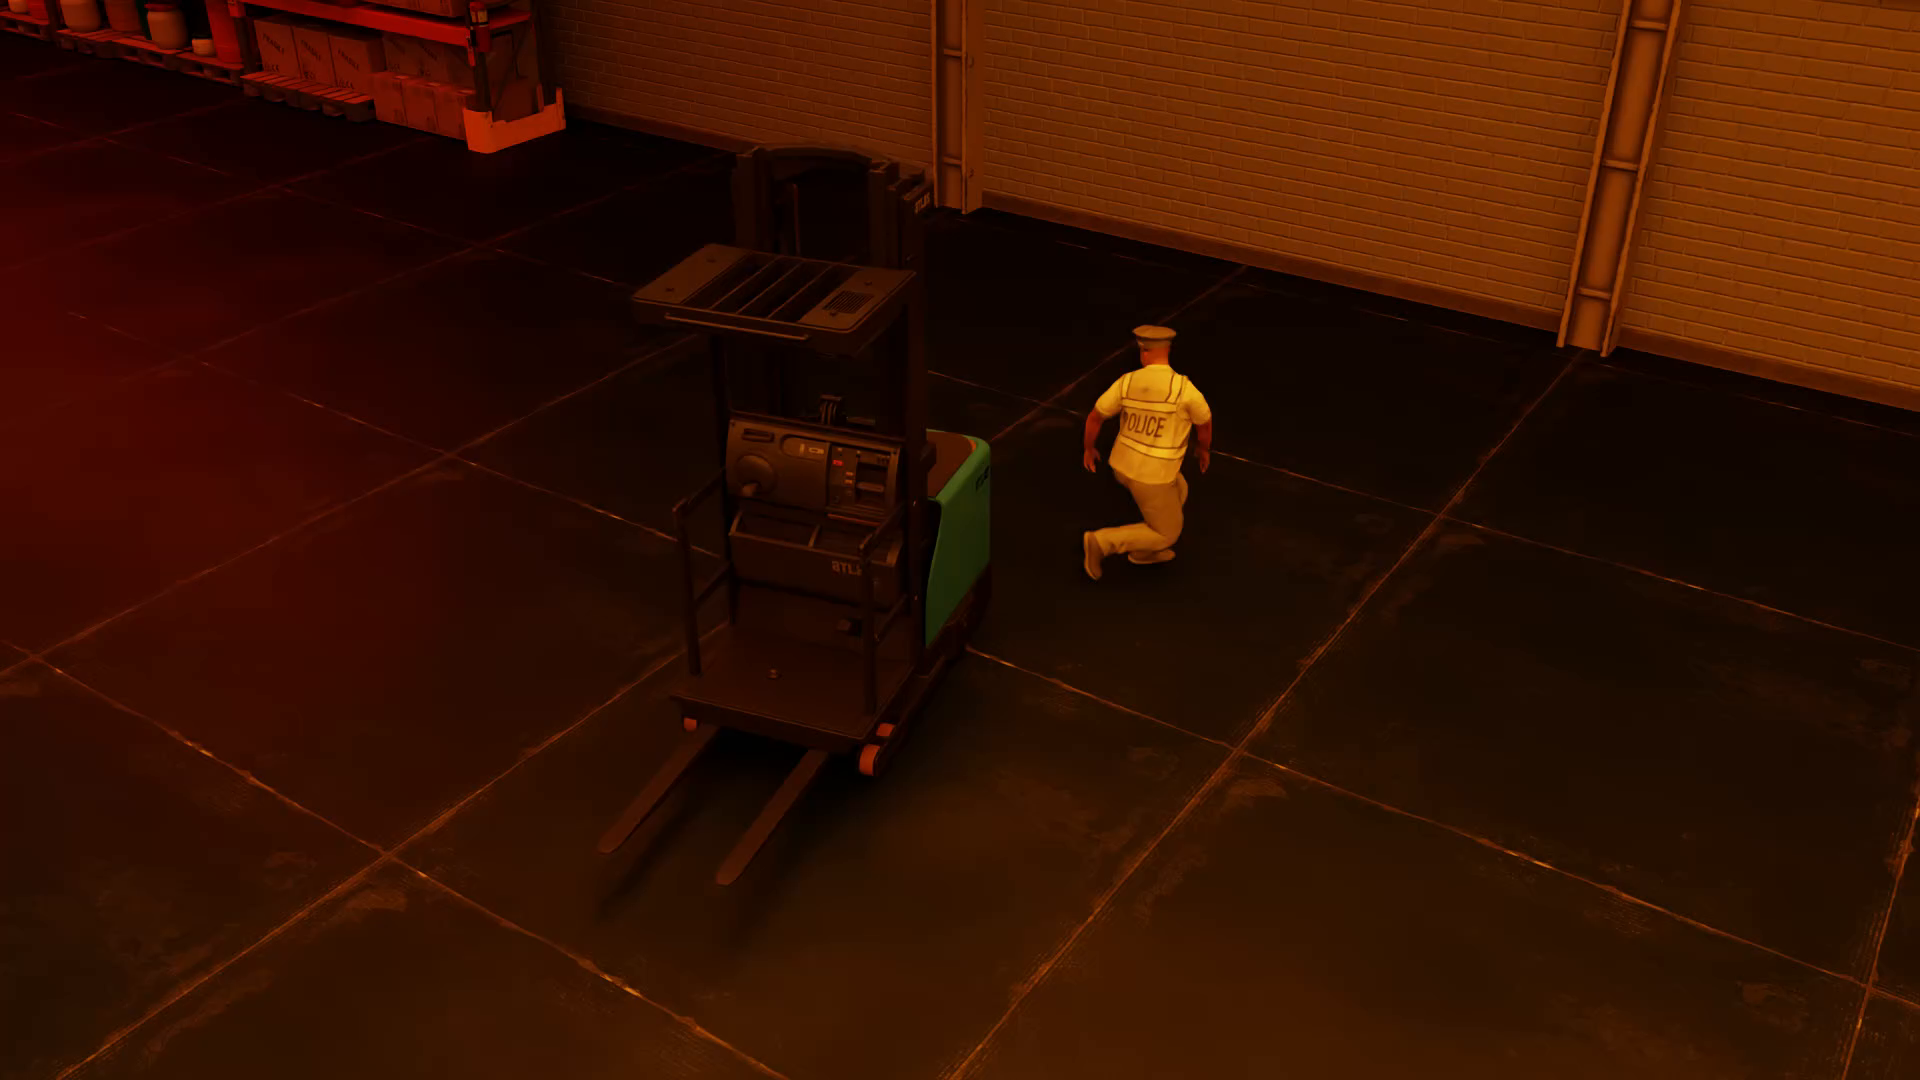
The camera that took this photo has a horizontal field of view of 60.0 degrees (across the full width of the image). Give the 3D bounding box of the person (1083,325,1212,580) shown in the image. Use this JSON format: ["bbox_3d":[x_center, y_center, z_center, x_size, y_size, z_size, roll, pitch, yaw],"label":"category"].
[{"bbox_3d":[1.066,-0.504,9.899,0.830,1.531,0.654,-18,35,-28],"label":"person"}]

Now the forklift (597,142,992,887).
[{"bbox_3d":[-0.811,-0.304,8.105,1.130,2.935,3.031,11,32,18],"label":"forklift"}]
